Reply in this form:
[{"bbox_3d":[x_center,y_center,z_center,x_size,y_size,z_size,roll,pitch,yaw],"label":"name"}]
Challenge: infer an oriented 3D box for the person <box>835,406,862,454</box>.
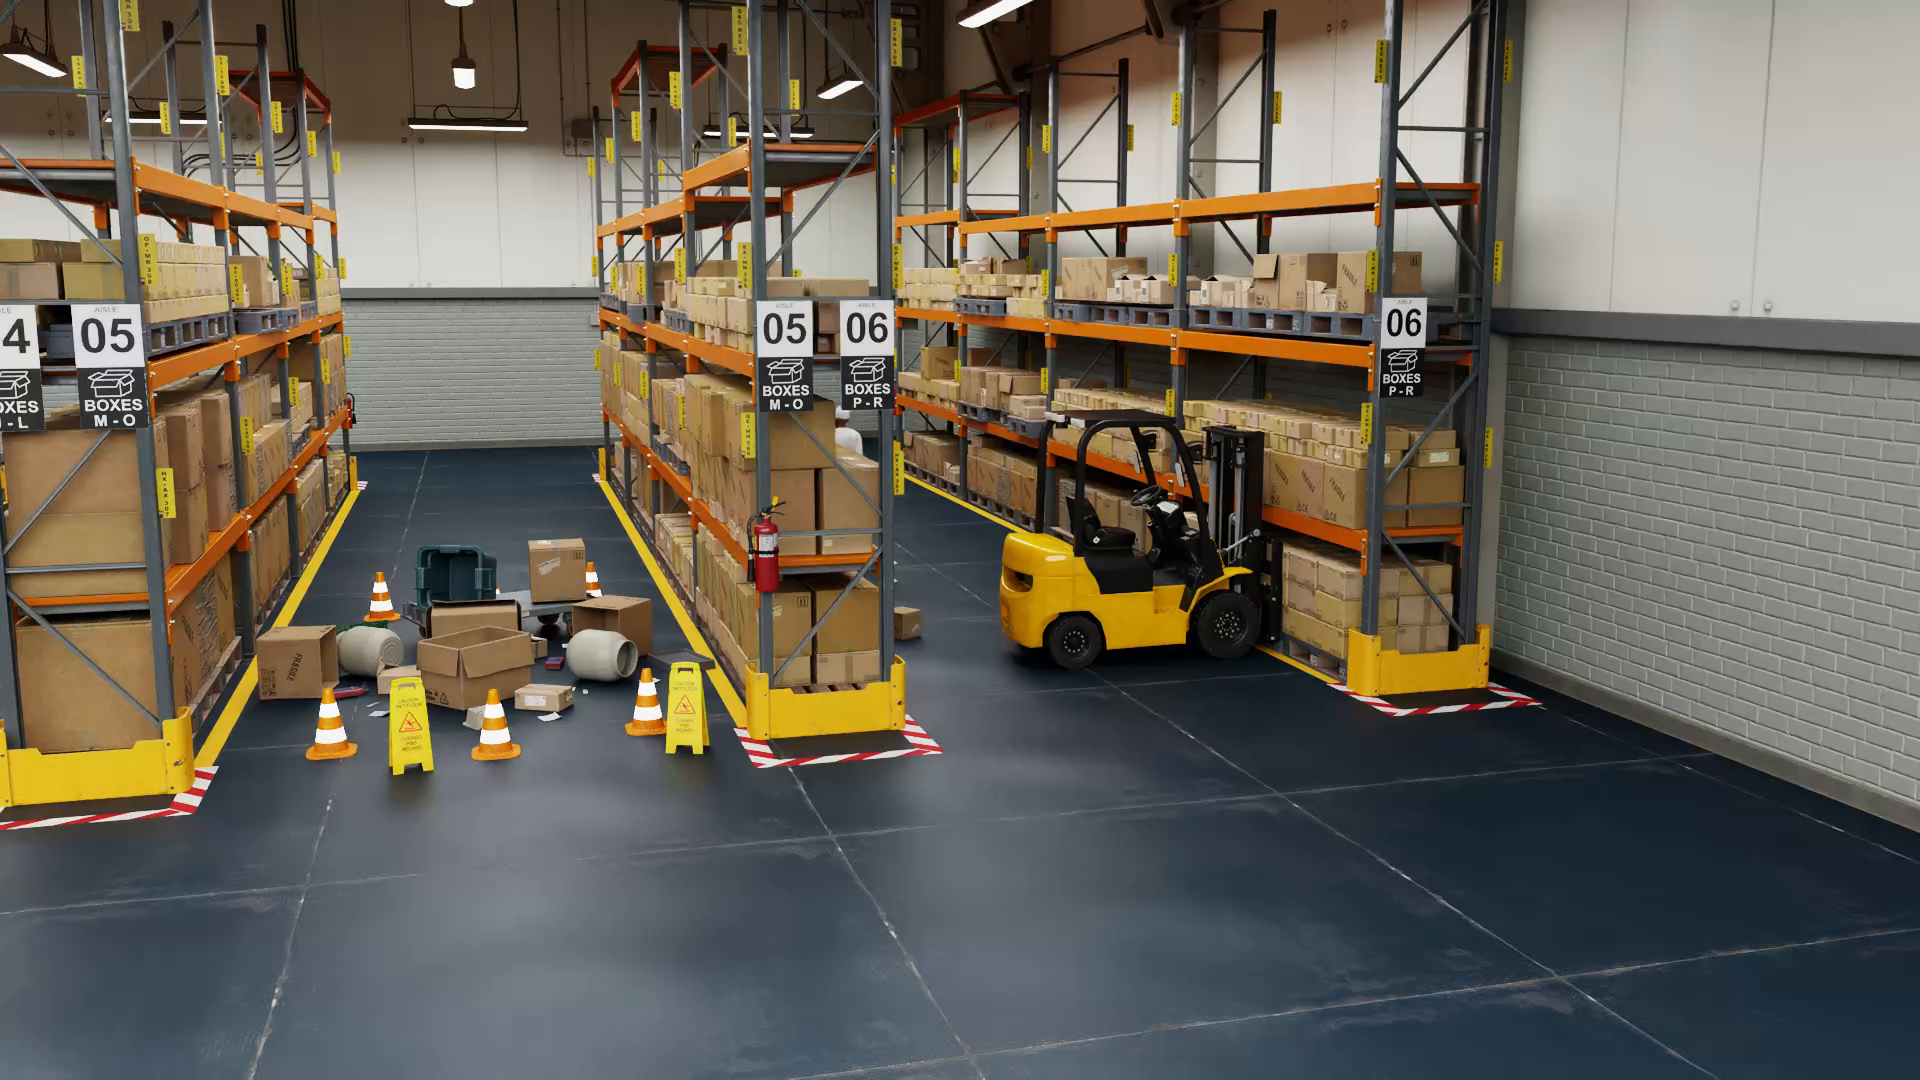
[{"bbox_3d":[-1.503,-0.800,20.703,0.575,1.744,0.806,-3,10,-16],"label":"person"}]
